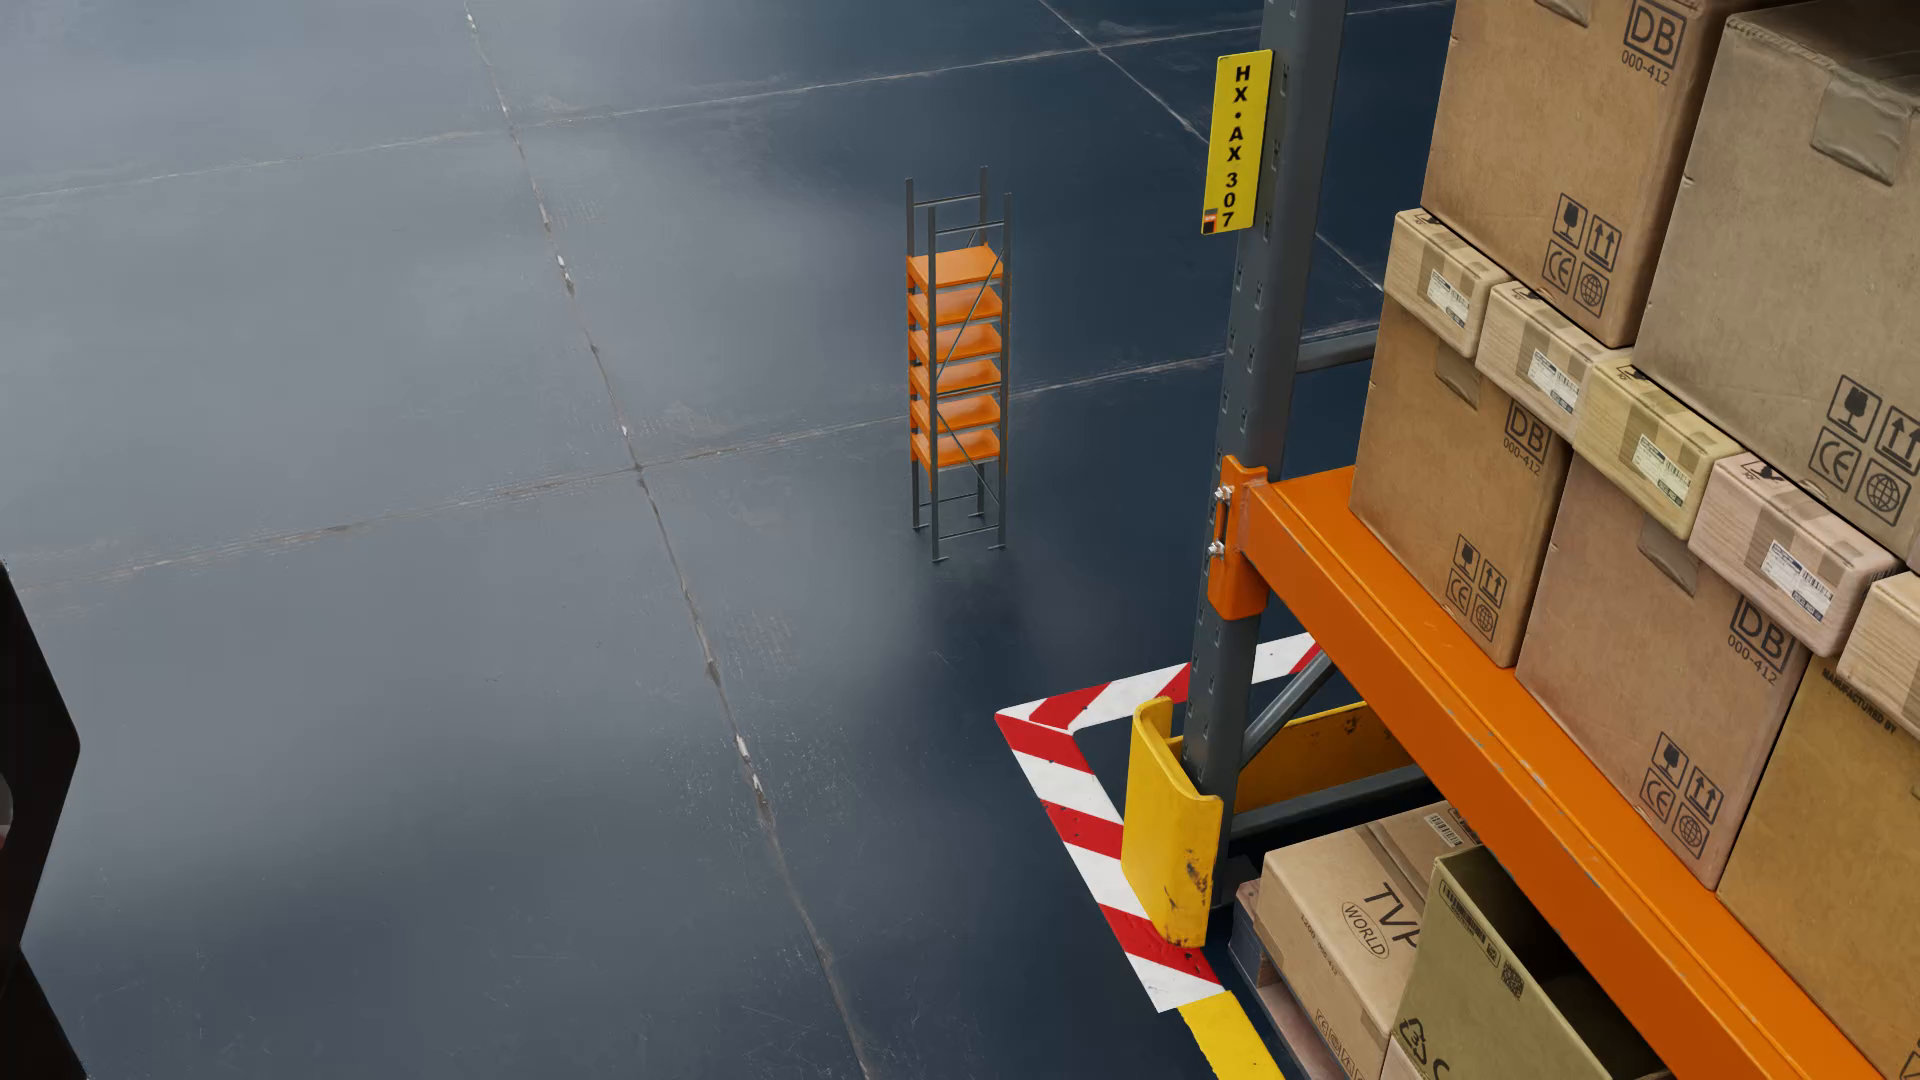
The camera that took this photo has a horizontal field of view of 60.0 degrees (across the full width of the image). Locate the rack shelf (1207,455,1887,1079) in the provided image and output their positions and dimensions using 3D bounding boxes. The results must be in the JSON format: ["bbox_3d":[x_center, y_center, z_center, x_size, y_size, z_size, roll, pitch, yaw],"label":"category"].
[{"bbox_3d":[1.689,0.999,2.029,1.077,0.370,4.000,-12,39,-16],"label":"rack shelf"}]

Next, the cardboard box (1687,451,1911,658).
[{"bbox_3d":[1.196,-0.018,2.159,0.380,0.149,0.250,-13,39,-17],"label":"cardboard box"}]

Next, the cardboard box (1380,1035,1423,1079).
[{"bbox_3d":[1.152,1.143,3.176,0.500,0.250,0.500,-12,39,-16],"label":"cardboard box"}]

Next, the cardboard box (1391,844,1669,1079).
[{"bbox_3d":[1.150,0.844,2.950,0.500,0.500,0.500,-12,39,-16],"label":"cardboard box"}]

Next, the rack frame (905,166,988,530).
[{"bbox_3d":[-0.036,-0.539,4.968,0.240,1.200,0.006,-12,39,-16],"label":"rack frame"}]

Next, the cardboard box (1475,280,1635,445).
[{"bbox_3d":[1.027,-0.303,2.536,0.380,0.149,0.250,-13,39,-17],"label":"cardboard box"}]

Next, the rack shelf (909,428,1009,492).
[{"bbox_3d":[-0.005,-0.260,5.071,0.258,0.103,0.180,-12,39,-16],"label":"rack shelf"}]

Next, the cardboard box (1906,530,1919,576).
[{"bbox_3d":[1.528,-0.100,1.728,0.700,0.500,0.500,-12,39,-16],"label":"cardboard box"}]

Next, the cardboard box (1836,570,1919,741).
[{"bbox_3d":[1.291,0.132,1.960,0.380,0.149,0.250,-14,39,-17],"label":"cardboard box"}]

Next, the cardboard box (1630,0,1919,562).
[{"bbox_3d":[1.354,-0.384,2.106,0.700,0.500,0.500,-13,39,-17],"label":"cardboard box"}]

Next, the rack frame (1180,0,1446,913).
[{"bbox_3d":[1.001,-0.418,3.312,1.000,3.000,0.127,-12,39,-16],"label":"rack frame"}]

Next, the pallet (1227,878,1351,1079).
[{"bbox_3d":[1.303,1.119,3.589,1.003,0.211,1.213,-12,39,-16],"label":"pallet"}]

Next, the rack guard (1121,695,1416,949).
[{"bbox_3d":[0.993,0.567,4.082,1.175,0.500,0.348,-12,39,-16],"label":"rack guard"}]

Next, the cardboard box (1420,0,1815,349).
[{"bbox_3d":[1.168,-0.680,2.499,0.700,0.500,0.500,-12,39,-16],"label":"cardboard box"}]

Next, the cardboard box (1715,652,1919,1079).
[{"bbox_3d":[1.500,0.385,2.162,0.700,0.500,0.500,-12,39,-16],"label":"cardboard box"}]

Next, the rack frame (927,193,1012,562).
[{"bbox_3d":[0.027,-0.436,4.831,0.240,1.200,0.006,-12,39,-16],"label":"rack frame"}]

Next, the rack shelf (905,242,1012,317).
[{"bbox_3d":[-0.005,-0.739,4.710,0.258,0.103,0.180,-12,39,-16],"label":"rack shelf"}]

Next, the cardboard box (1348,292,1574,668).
[{"bbox_3d":[1.150,-0.192,2.929,0.700,0.500,0.500,-12,39,-16],"label":"cardboard box"}]

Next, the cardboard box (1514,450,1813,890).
[{"bbox_3d":[1.335,0.104,2.536,0.700,0.500,0.500,-11,38,-15],"label":"cardboard box"}]

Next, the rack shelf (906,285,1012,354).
[{"bbox_3d":[-0.005,-0.644,4.782,0.258,0.103,0.180,-12,39,-16],"label":"rack shelf"}]

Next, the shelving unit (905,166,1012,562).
[{"bbox_3d":[-0.005,-0.487,4.900,0.258,1.200,0.189,-12,39,-16],"label":"shelving unit"}]

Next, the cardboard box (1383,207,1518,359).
[{"bbox_3d":[0.934,-0.451,2.734,0.380,0.149,0.250,-13,39,-16],"label":"cardboard box"}]

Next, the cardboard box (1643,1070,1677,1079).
[{"bbox_3d":[1.335,1.124,2.578,0.500,0.500,0.500,-12,39,-16],"label":"cardboard box"}]

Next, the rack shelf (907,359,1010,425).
[{"bbox_3d":[-0.005,-0.452,4.927,0.258,0.103,0.180,-12,39,-16],"label":"rack shelf"}]

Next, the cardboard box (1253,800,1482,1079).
[{"bbox_3d":[0.977,0.861,3.550,0.500,0.250,0.500,-12,39,-16],"label":"cardboard box"}]

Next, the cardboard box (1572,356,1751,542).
[{"bbox_3d":[1.112,-0.161,2.349,0.380,0.149,0.250,-12,39,-16],"label":"cardboard box"}]

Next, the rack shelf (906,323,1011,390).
[{"bbox_3d":[-0.005,-0.548,4.854,0.258,0.103,0.180,-12,39,-16],"label":"rack shelf"}]

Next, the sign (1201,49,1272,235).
[{"bbox_3d":[0.478,-0.684,2.880,0.100,0.325,0.005,-12,39,-16],"label":"sign"}]

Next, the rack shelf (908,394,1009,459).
[{"bbox_3d":[-0.005,-0.356,4.999,0.258,0.103,0.180,-12,39,-16],"label":"rack shelf"}]
